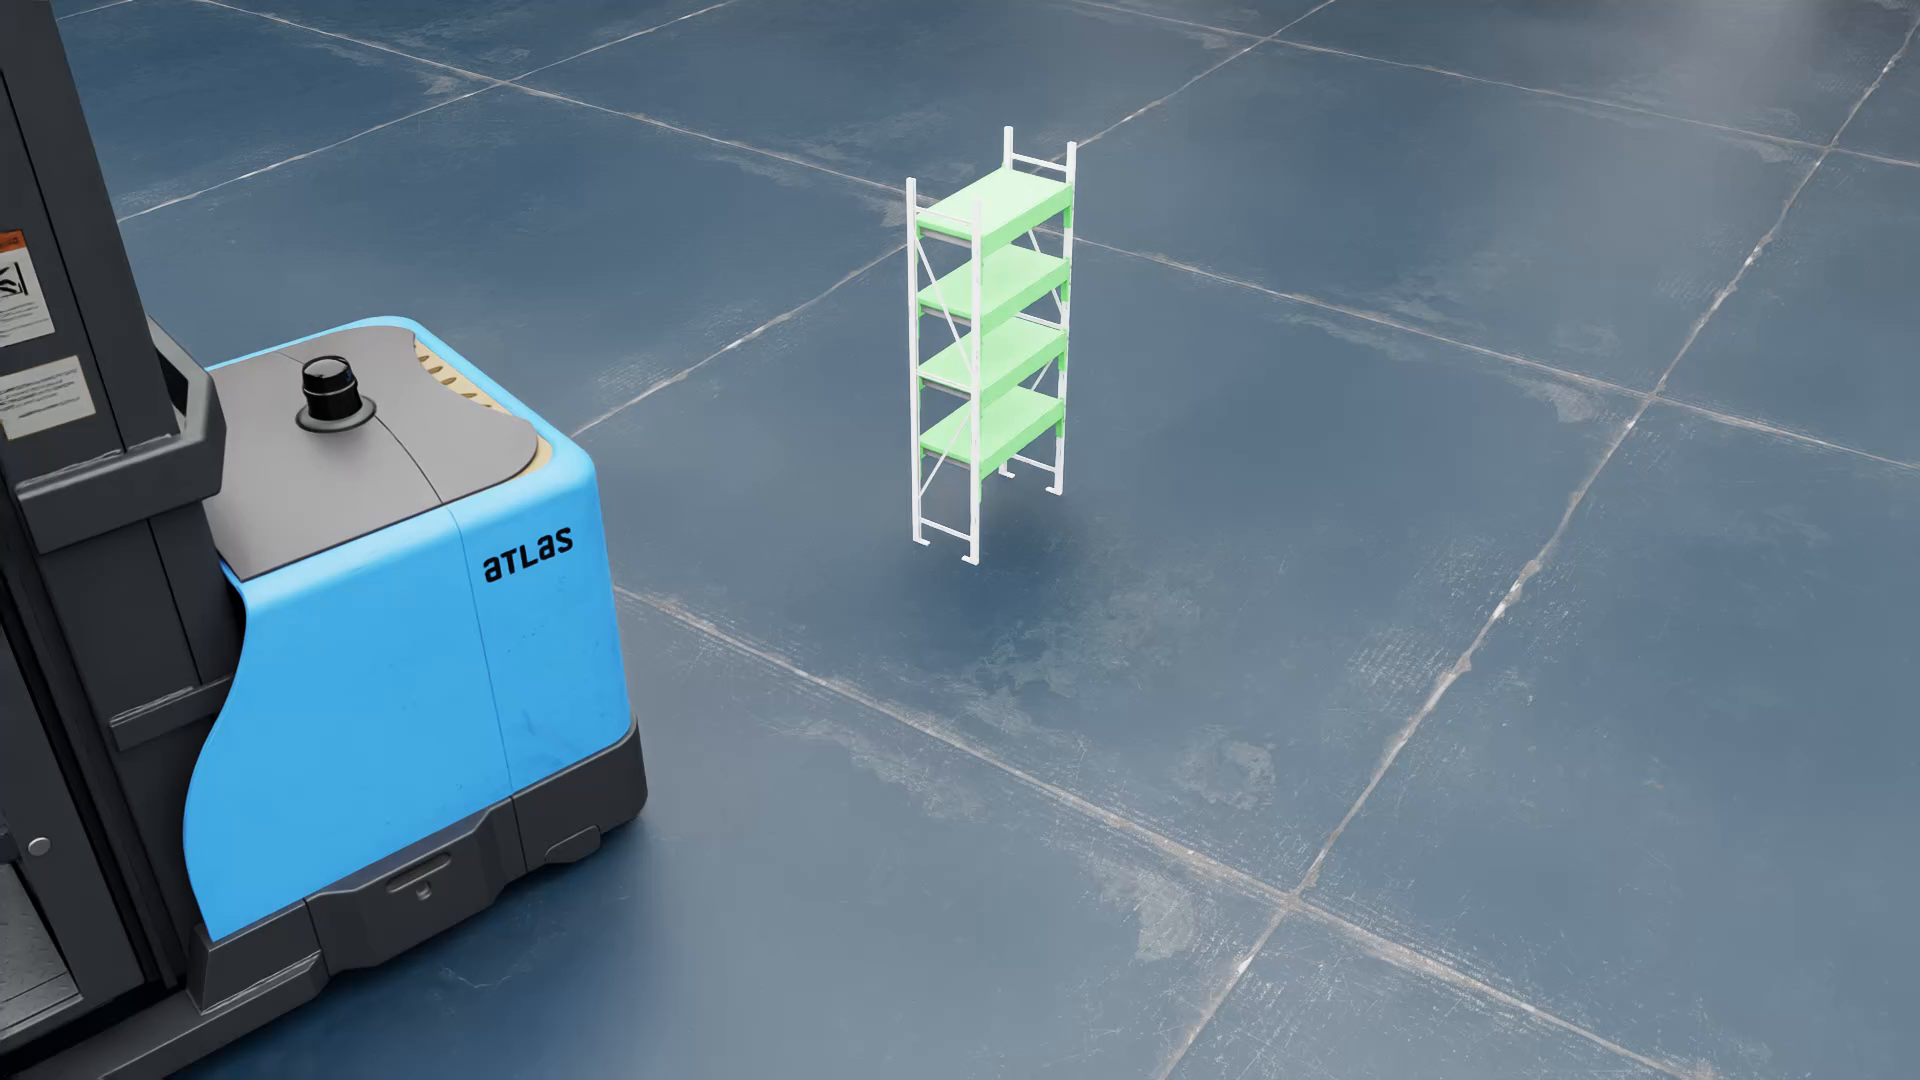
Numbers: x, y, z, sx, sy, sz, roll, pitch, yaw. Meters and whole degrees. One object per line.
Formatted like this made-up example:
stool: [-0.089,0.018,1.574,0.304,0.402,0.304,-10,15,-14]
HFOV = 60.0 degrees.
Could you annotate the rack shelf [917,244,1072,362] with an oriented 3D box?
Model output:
rack shelf: [0.094,-0.719,4.928,0.258,0.148,0.480,21,39,28]

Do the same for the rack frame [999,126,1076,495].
rack frame: [0.234,-0.685,5.193,0.240,1.200,0.015,21,39,28]

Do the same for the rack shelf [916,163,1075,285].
rack shelf: [0.094,-0.918,4.793,0.258,0.148,0.480,21,39,28]

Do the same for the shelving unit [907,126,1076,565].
shelving unit: [0.094,-0.573,5.027,0.258,1.200,0.503,21,39,28]

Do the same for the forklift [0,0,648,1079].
forklift: [-2.230,-0.171,2.886,3.031,2.935,1.130,-26,42,-33]

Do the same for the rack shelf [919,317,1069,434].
rack shelf: [0.094,-0.520,5.062,0.258,0.148,0.480,21,39,28]

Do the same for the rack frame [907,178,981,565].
rack frame: [-0.045,-0.461,4.860,0.240,1.200,0.015,21,39,28]

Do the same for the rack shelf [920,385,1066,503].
rack shelf: [0.094,-0.321,5.197,0.258,0.148,0.480,21,39,28]
